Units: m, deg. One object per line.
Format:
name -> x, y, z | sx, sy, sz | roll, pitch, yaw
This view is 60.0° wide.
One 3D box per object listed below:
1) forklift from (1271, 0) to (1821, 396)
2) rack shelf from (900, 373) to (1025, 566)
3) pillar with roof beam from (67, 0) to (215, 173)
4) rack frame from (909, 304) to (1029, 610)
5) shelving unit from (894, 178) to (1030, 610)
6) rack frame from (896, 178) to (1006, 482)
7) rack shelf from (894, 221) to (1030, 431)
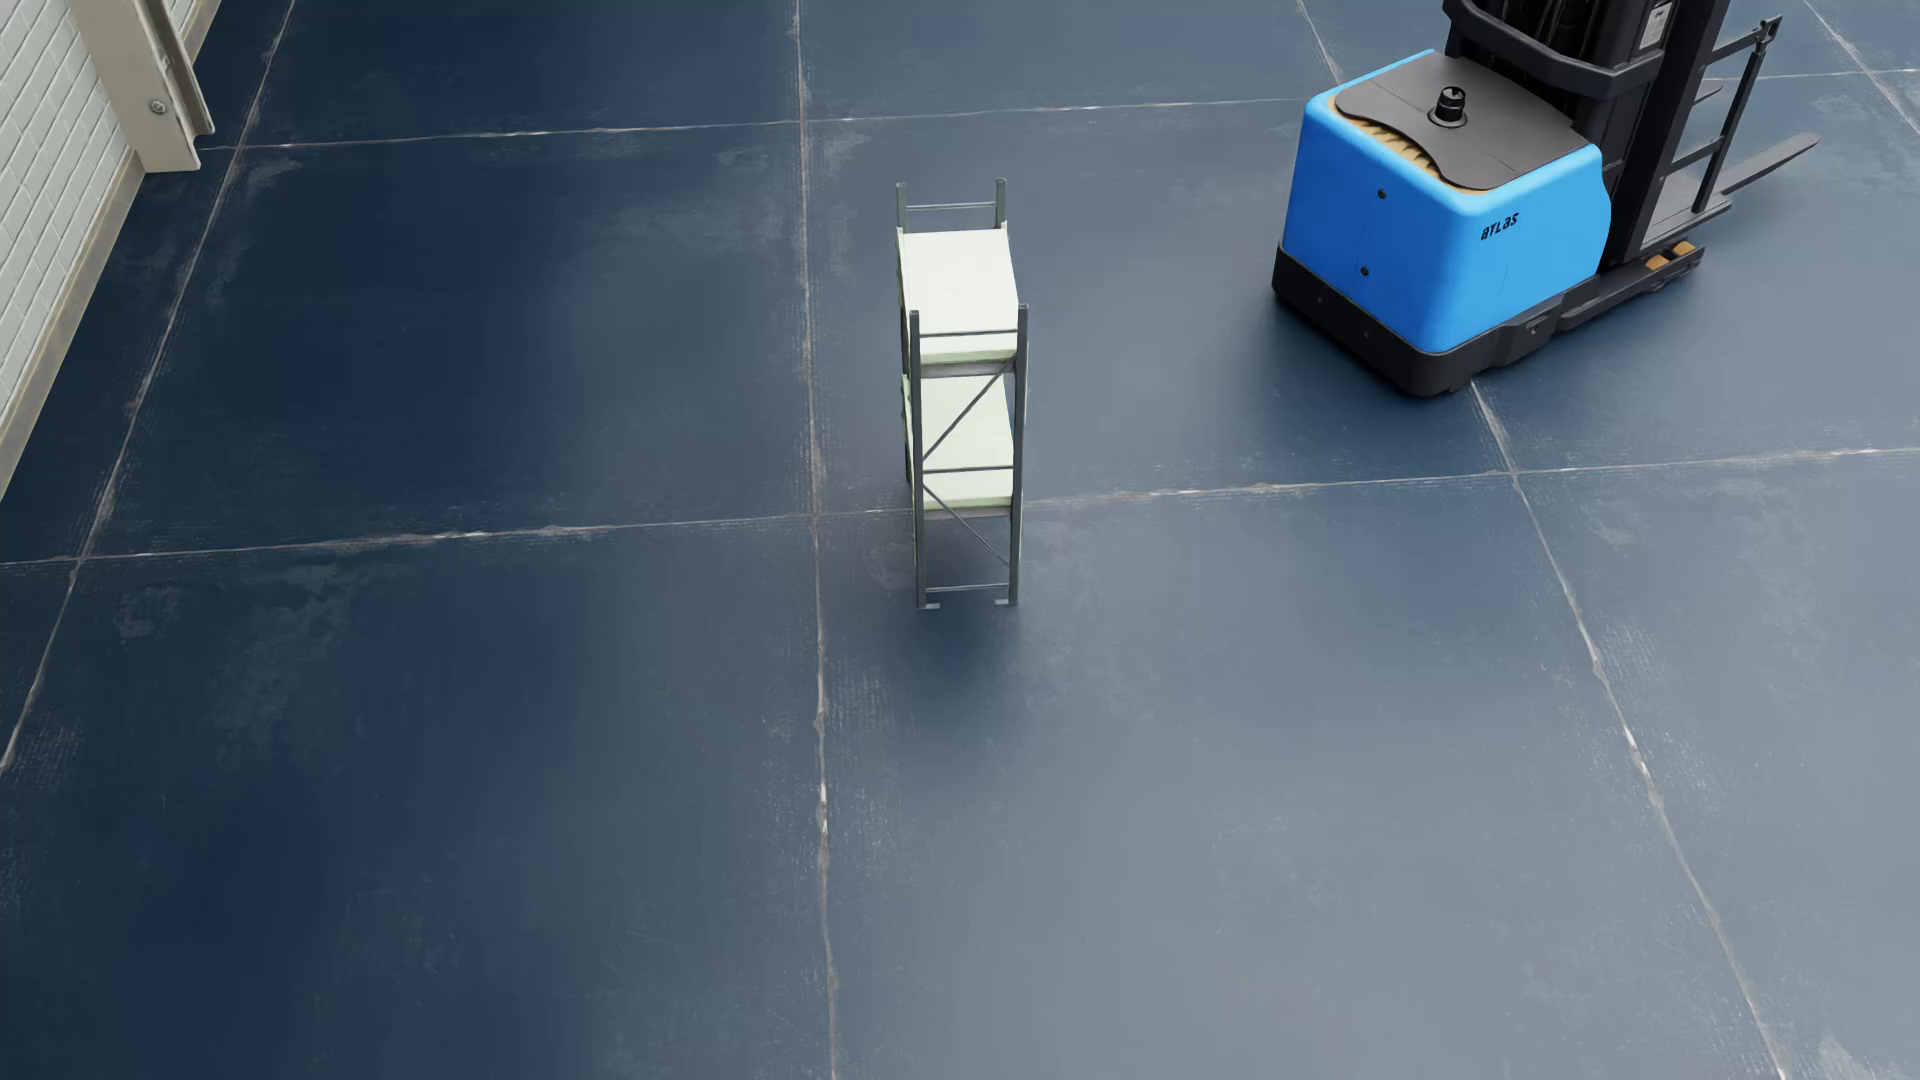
forklift -> 2.991, -2.502, 7.238 | 3.031, 2.935, 1.130 | -27, 52, -23
rack shelf -> -0.001, -0.296, 6.583 | 0.431, 0.370, 0.720 | -3, 47, -3
pillar with roof beam -> 0.125, -5.431, 5.833 | 9.100, 9.000, 0.400 | -3, 47, -3
rack frame -> 0.030, -0.256, 6.096 | 0.400, 1.500, 0.023 | -3, 47, -3
shelving unit -> -0.001, -0.521, 6.347 | 0.431, 1.500, 0.755 | -3, 47, -3
rack frame -> -0.031, -0.785, 6.597 | 0.400, 1.500, 0.023 | -3, 47, -3
rack shelf -> -0.001, -0.789, 6.063 | 0.431, 0.370, 0.720 | -3, 47, -3
